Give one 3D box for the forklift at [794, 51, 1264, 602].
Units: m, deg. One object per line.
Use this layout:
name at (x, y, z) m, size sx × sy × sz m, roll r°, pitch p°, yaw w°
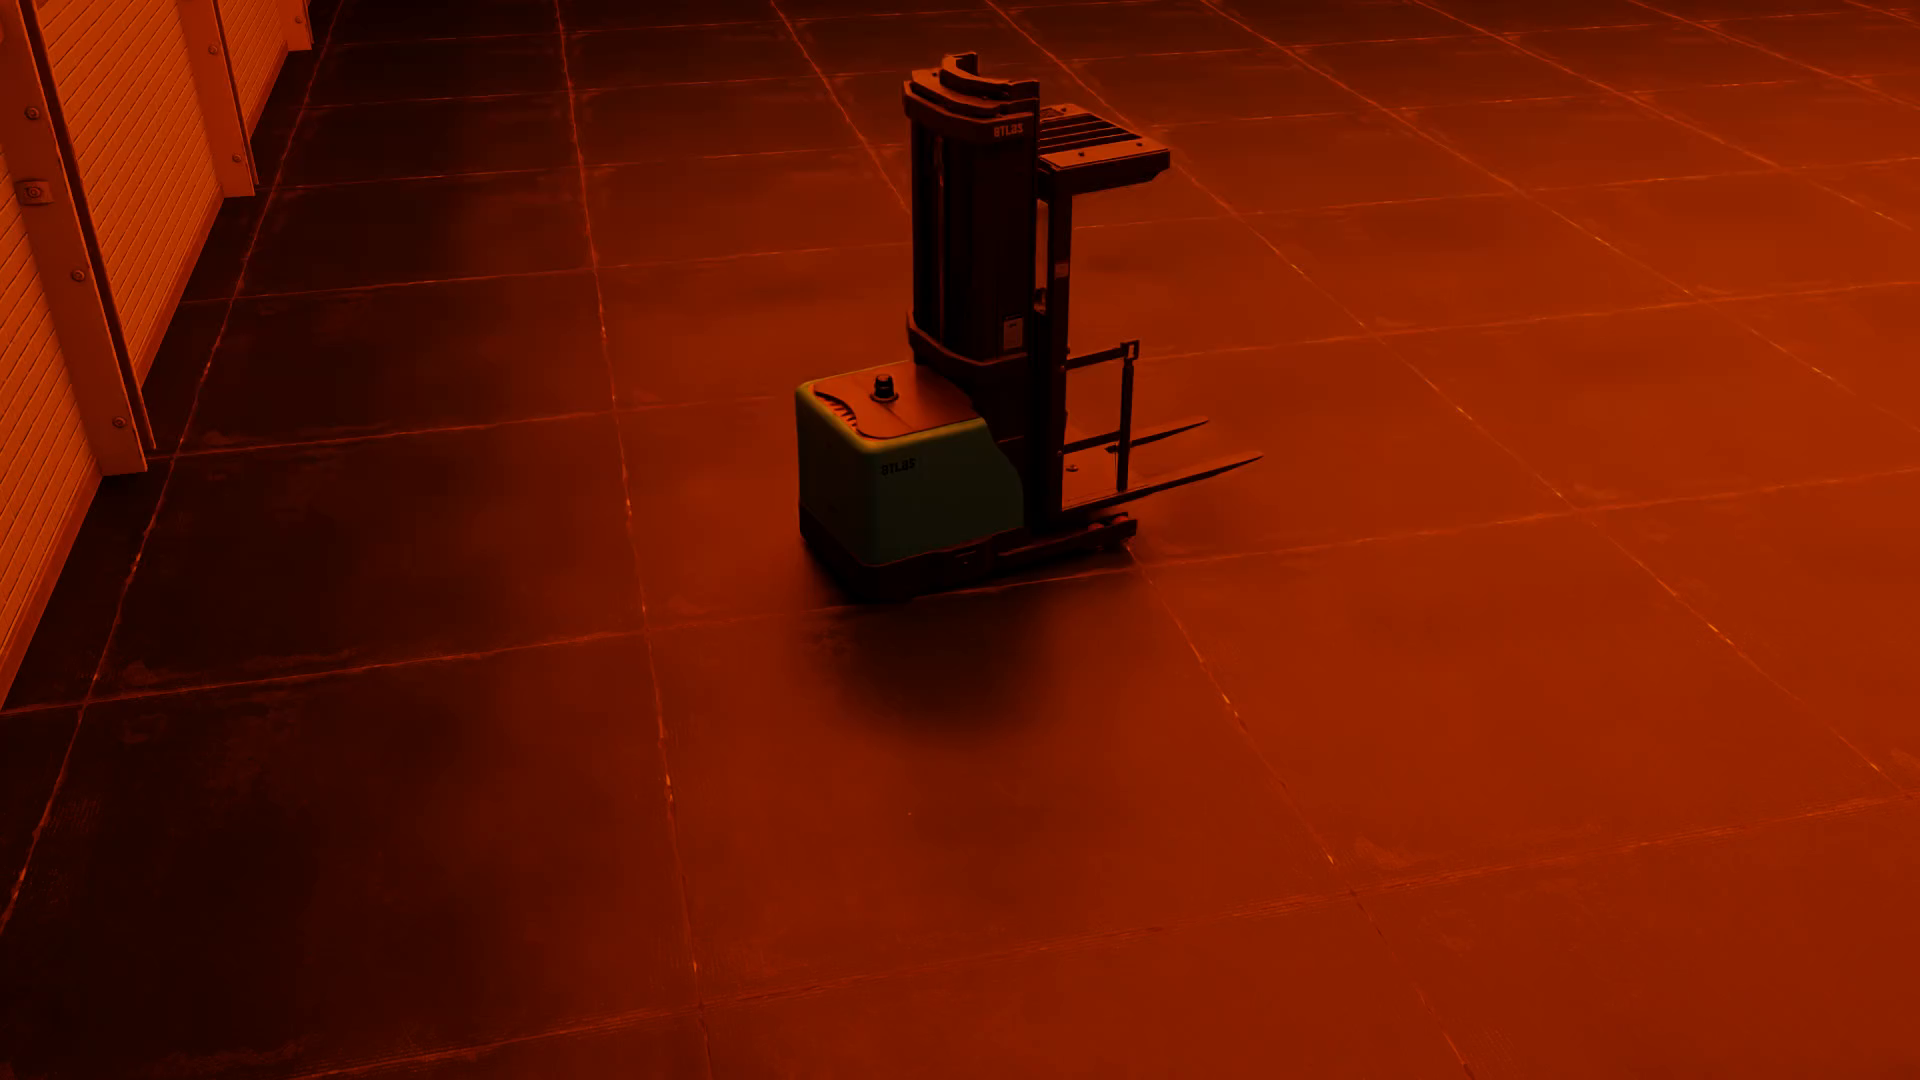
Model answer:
forklift at (0.532, -1.422, 10.031) m, size 3.031 × 2.935 × 1.130 m, roll -15°, pitch 33°, yaw -25°
